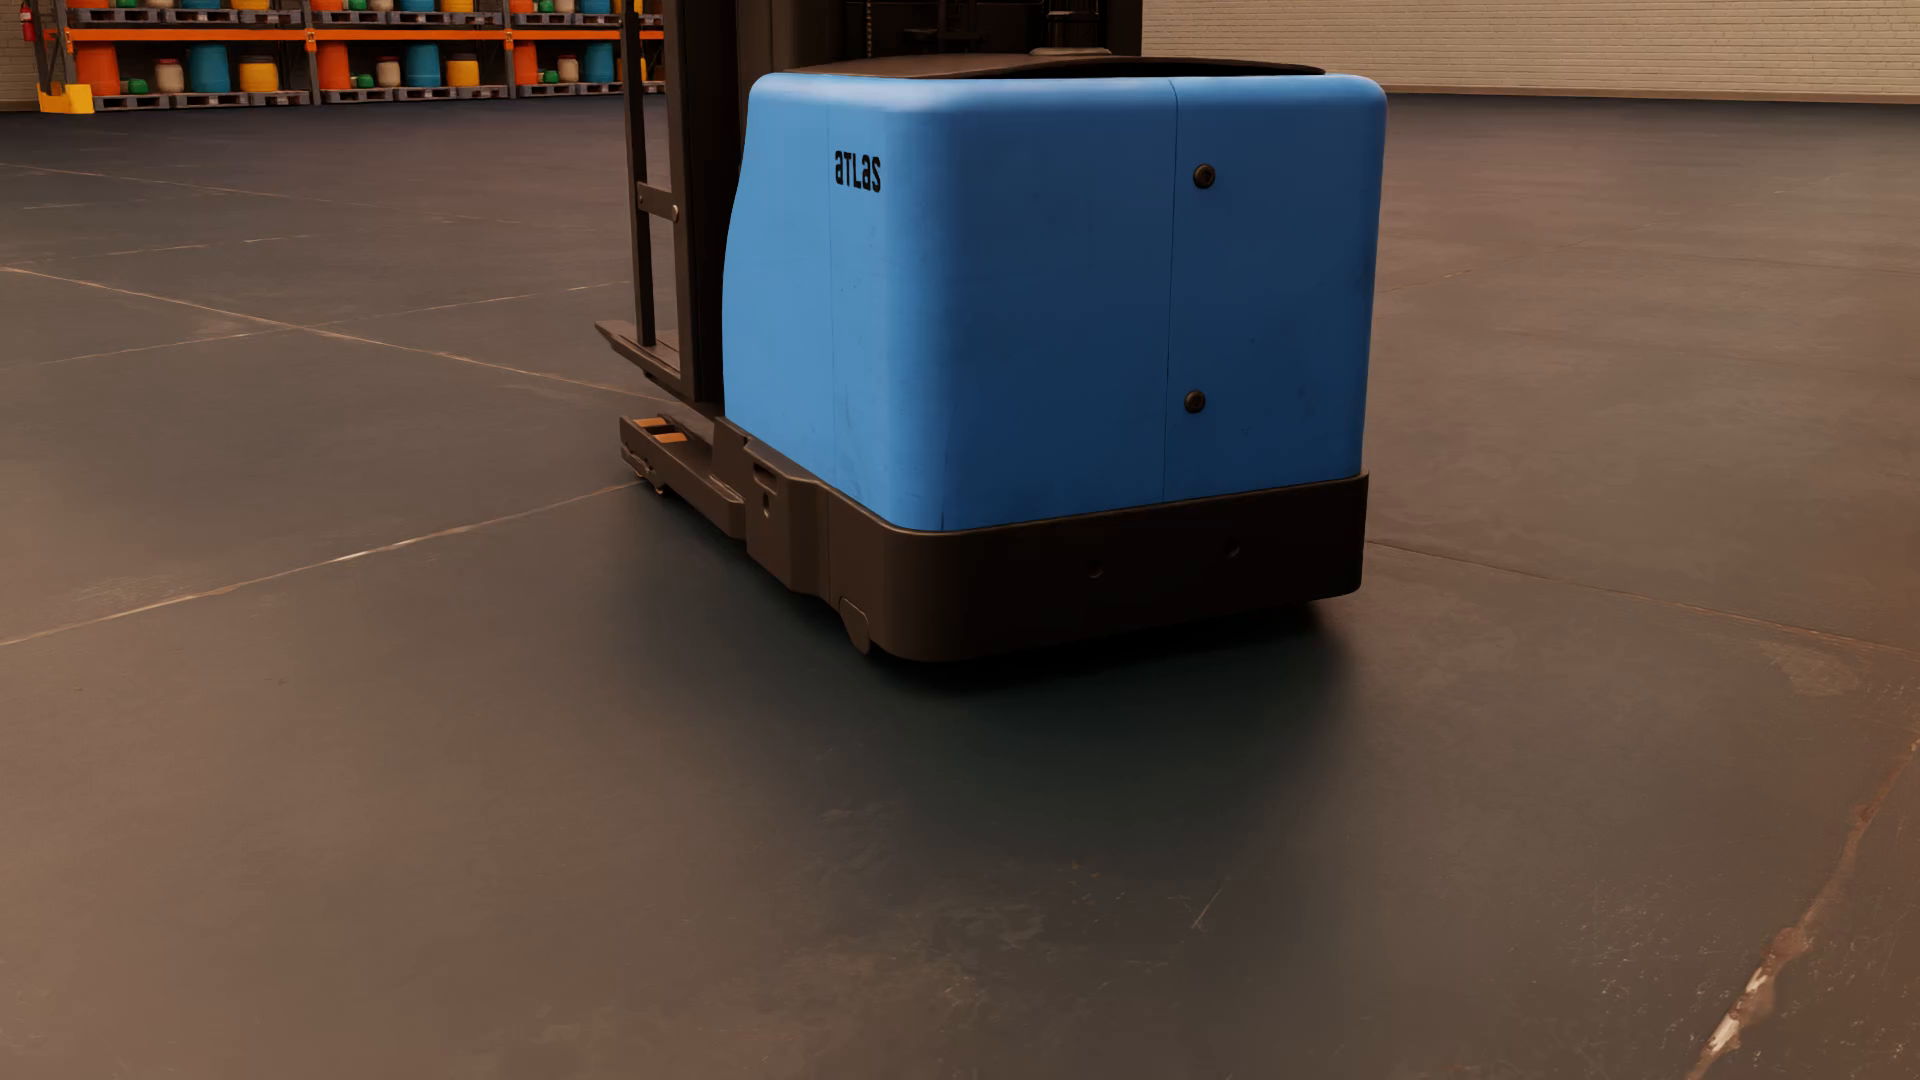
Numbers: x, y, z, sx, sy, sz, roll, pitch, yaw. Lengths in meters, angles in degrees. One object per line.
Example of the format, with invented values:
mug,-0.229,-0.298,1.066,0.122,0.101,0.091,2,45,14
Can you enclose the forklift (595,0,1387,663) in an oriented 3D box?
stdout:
forklift,-0.268,-1.566,4.055,1.130,2.935,3.031,-8,19,-24
